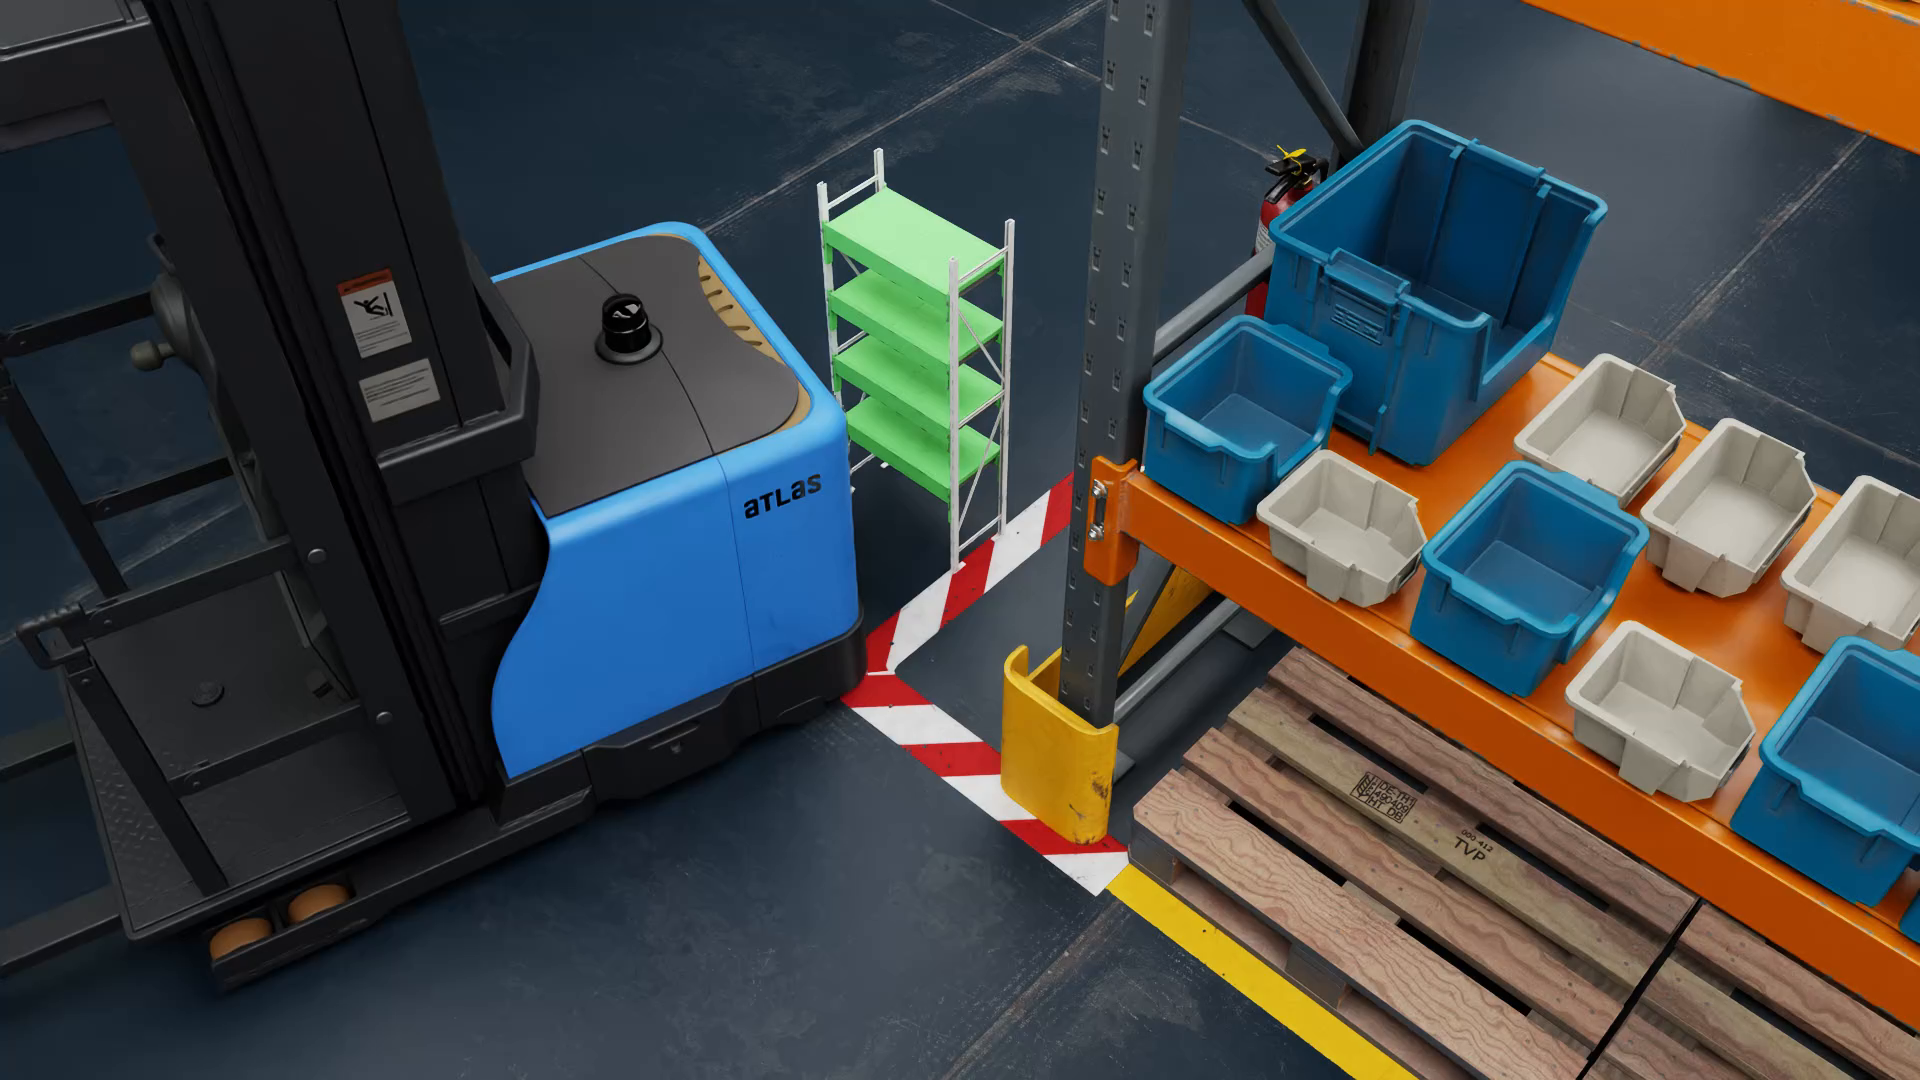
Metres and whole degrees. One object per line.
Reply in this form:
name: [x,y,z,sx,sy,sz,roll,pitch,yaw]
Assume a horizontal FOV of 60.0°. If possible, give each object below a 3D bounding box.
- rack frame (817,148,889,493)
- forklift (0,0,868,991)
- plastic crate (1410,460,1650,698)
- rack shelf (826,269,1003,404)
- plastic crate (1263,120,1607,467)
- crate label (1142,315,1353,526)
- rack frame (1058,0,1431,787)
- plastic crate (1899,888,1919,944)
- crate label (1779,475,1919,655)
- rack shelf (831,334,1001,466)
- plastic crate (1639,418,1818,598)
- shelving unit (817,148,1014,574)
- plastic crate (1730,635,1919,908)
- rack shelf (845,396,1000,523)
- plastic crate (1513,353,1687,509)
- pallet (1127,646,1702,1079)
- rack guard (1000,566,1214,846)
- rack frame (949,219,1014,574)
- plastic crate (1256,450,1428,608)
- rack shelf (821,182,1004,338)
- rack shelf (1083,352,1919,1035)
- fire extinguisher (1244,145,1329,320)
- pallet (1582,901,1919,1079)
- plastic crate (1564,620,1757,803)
rack frame: [-0.301,-0.613,5.003,0.015,1.200,0.240,34,55,28]
forklift: [-1.801,-0.335,3.554,3.031,2.935,1.130,-23,51,-20]
plastic crate: [1.076,0.084,3.188,0.300,0.233,0.416,34,55,28]
rack shelf: [-0.122,-0.613,4.761,0.480,0.148,0.258,34,55,28]
plastic crate: [1.007,-0.544,3.638,0.499,0.435,0.616,34,55,28]
crate label: [0.593,-0.242,3.493,0.303,0.233,0.416,34,55,28]
rack frame: [0.634,-0.577,3.734,0.127,3.000,1.000,34,55,28]
plastic crate: [1.781,0.558,2.743,0.300,0.233,0.416,34,55,28]
crate label: [1.781,0.075,3.262,0.243,0.136,0.396,34,55,28]
rack shelf: [-0.122,-0.449,4.936,0.480,0.148,0.258,34,55,28]
plastic crate: [1.560,-0.050,3.379,0.243,0.136,0.396,34,55,28]
shelving unit: [-0.122,-0.493,4.889,0.503,1.200,0.258,34,55,28]
plastic crate: [1.560,0.409,2.882,0.300,0.233,0.416,34,55,28]
rack shelf: [-0.122,-0.285,5.111,0.480,0.148,0.258,34,55,28]
plastic crate: [1.357,-0.201,3.521,0.243,0.136,0.396,34,55,28]
pallet: [1.214,0.806,4.348,1.213,0.211,1.003,34,55,28]
rack guard: [0.608,0.274,4.650,0.348,0.500,1.175,34,55,28]
rack frame: [0.058,-0.372,4.776,0.015,1.200,0.240,34,55,28]
plastic crate: [0.772,-0.006,3.338,0.298,0.136,0.250,34,55,28]
rack shelf: [-0.122,-0.778,4.586,0.480,0.148,0.258,34,55,28]
rack shelf: [2.104,0.658,3.068,4.000,0.370,1.077,34,55,28]
fire extinguisher: [0.832,-0.741,4.197,0.183,0.674,0.296,34,55,28]
pallet: [2.106,1.409,3.782,1.213,0.211,1.003,34,55,28]
plastic crate: [1.271,0.329,3.023,0.298,0.136,0.250,34,55,28]
